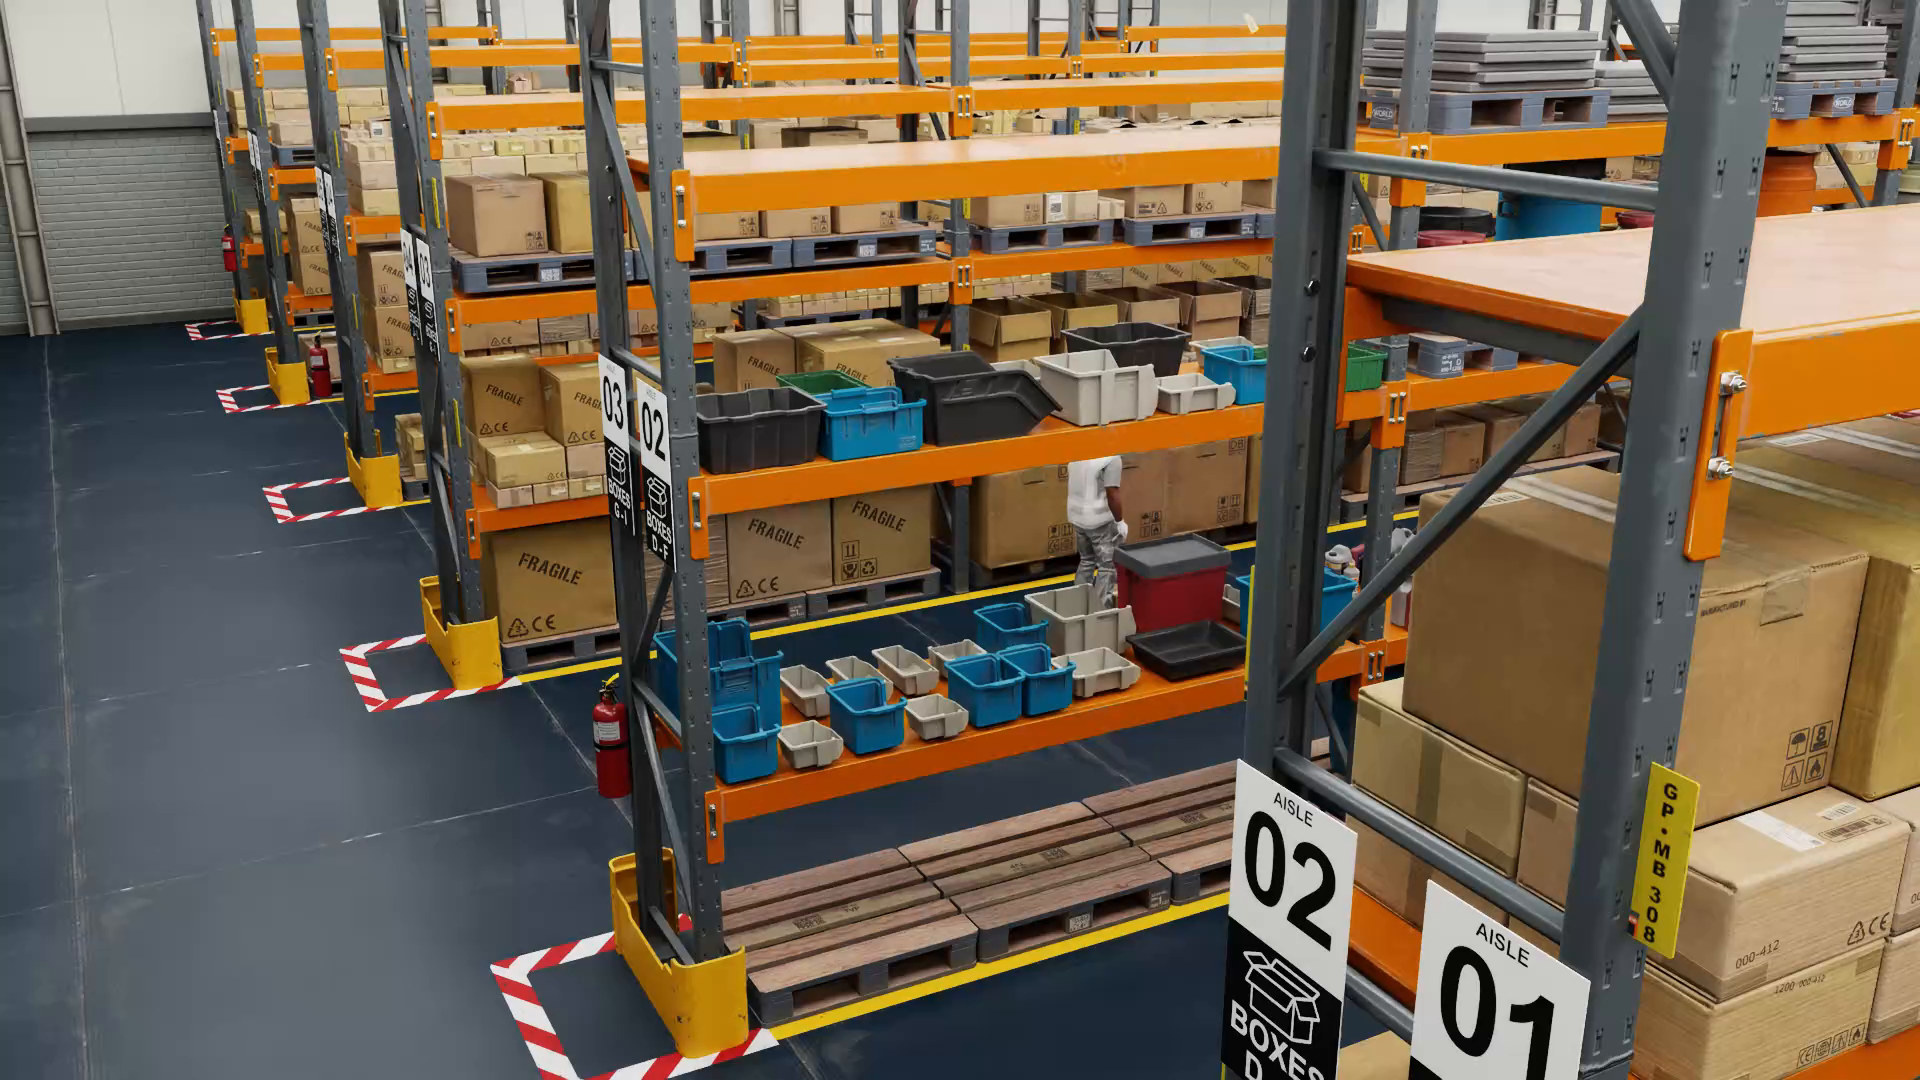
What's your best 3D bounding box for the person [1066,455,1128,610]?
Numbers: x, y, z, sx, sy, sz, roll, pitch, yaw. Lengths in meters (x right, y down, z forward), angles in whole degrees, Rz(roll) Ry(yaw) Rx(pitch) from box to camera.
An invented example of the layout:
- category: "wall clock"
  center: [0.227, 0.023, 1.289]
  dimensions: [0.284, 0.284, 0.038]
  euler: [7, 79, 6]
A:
- category: "person"
  center: [1.084, -0.173, 13.067]
  dimensions: [0.451, 1.773, 0.625]
  euler: [-11, 21, -30]
